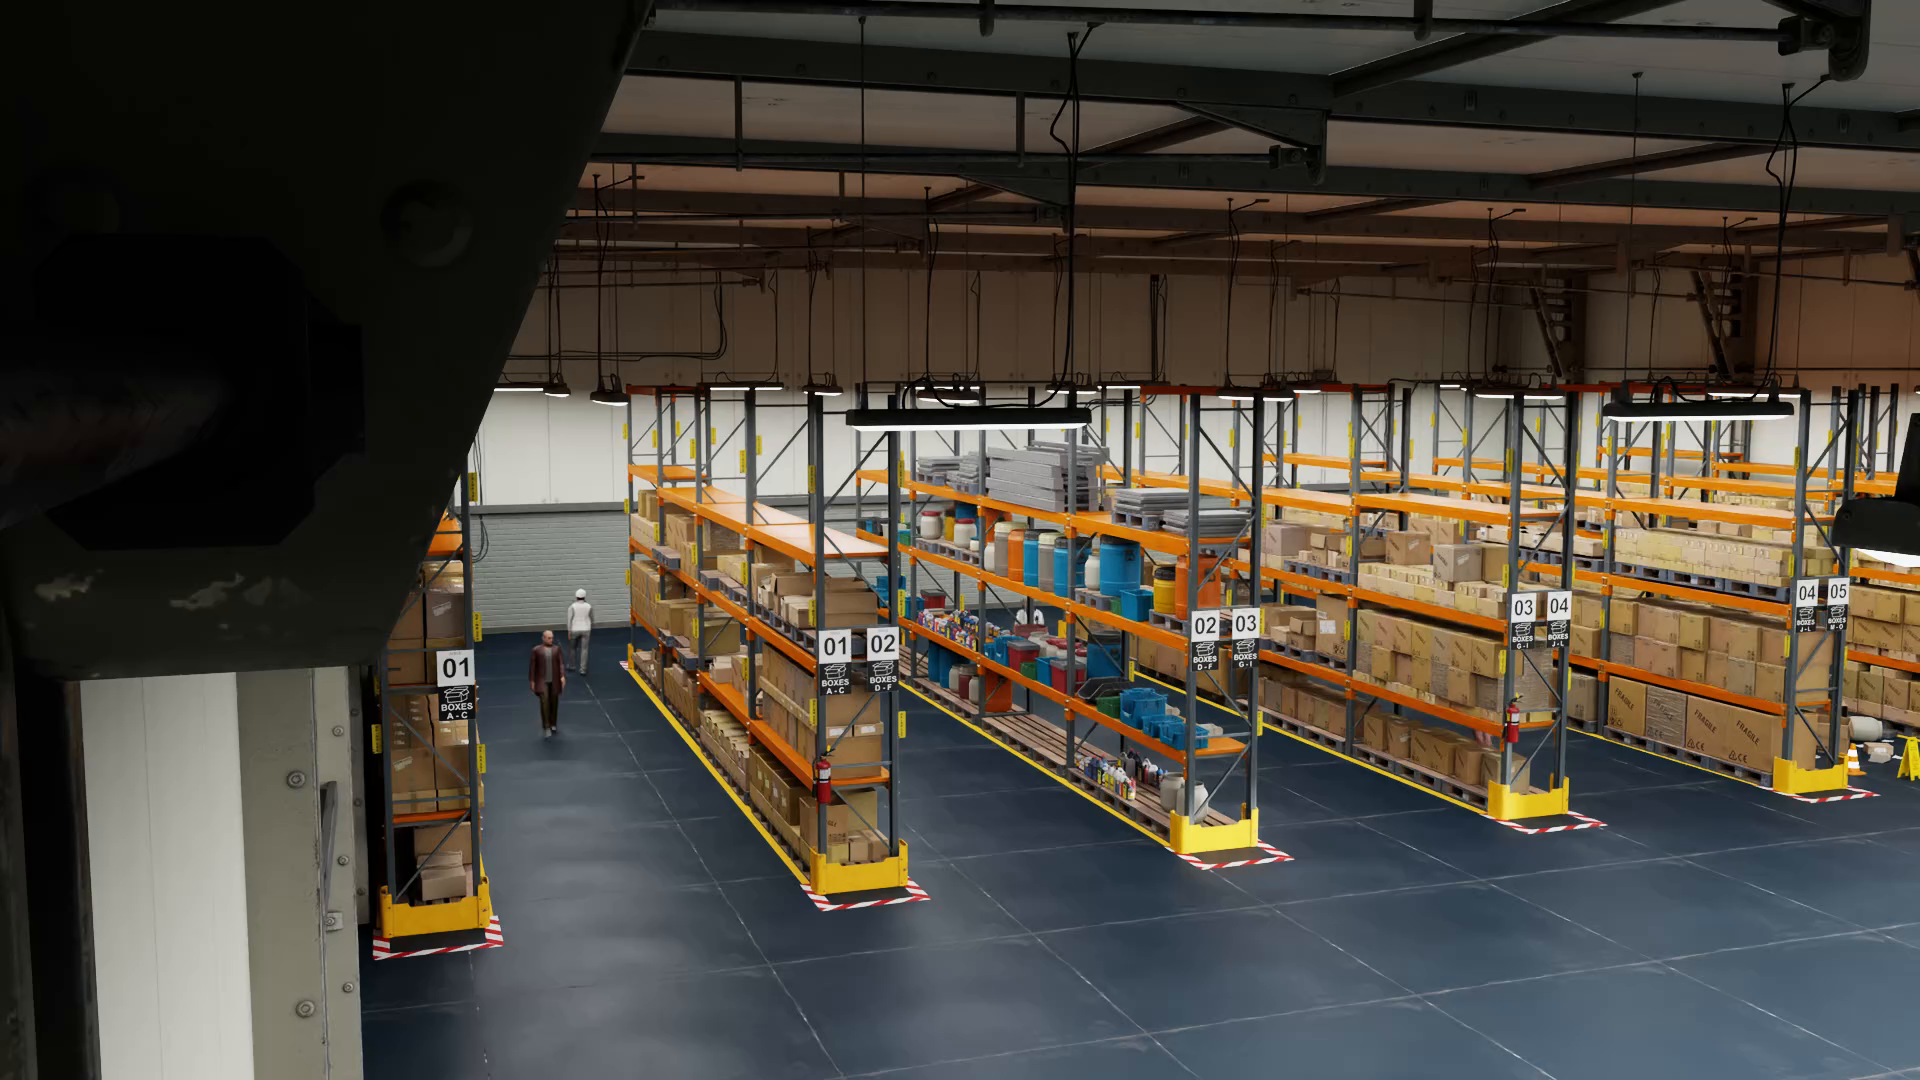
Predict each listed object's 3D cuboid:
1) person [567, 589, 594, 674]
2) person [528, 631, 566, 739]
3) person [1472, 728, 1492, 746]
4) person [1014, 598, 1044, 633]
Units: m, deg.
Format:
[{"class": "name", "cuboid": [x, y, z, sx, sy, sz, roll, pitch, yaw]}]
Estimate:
[{"class": "person", "cuboid": [-7.904, 1.871, 34.646, 0.552, 1.726, 0.965, -2, 6, -16]}, {"class": "person", "cuboid": [-7.116, 2.490, 28.832, 0.620, 1.793, 0.794, -3, 7, -28]}, {"class": "person", "cuboid": [8.414, 2.720, 26.899, 0.483, 1.658, 0.456, 0, 6, -4]}, {"class": "person", "cuboid": [1.364, 1.966, 32.762, 0.598, 1.746, 0.720, -1, 6, -5]}]
